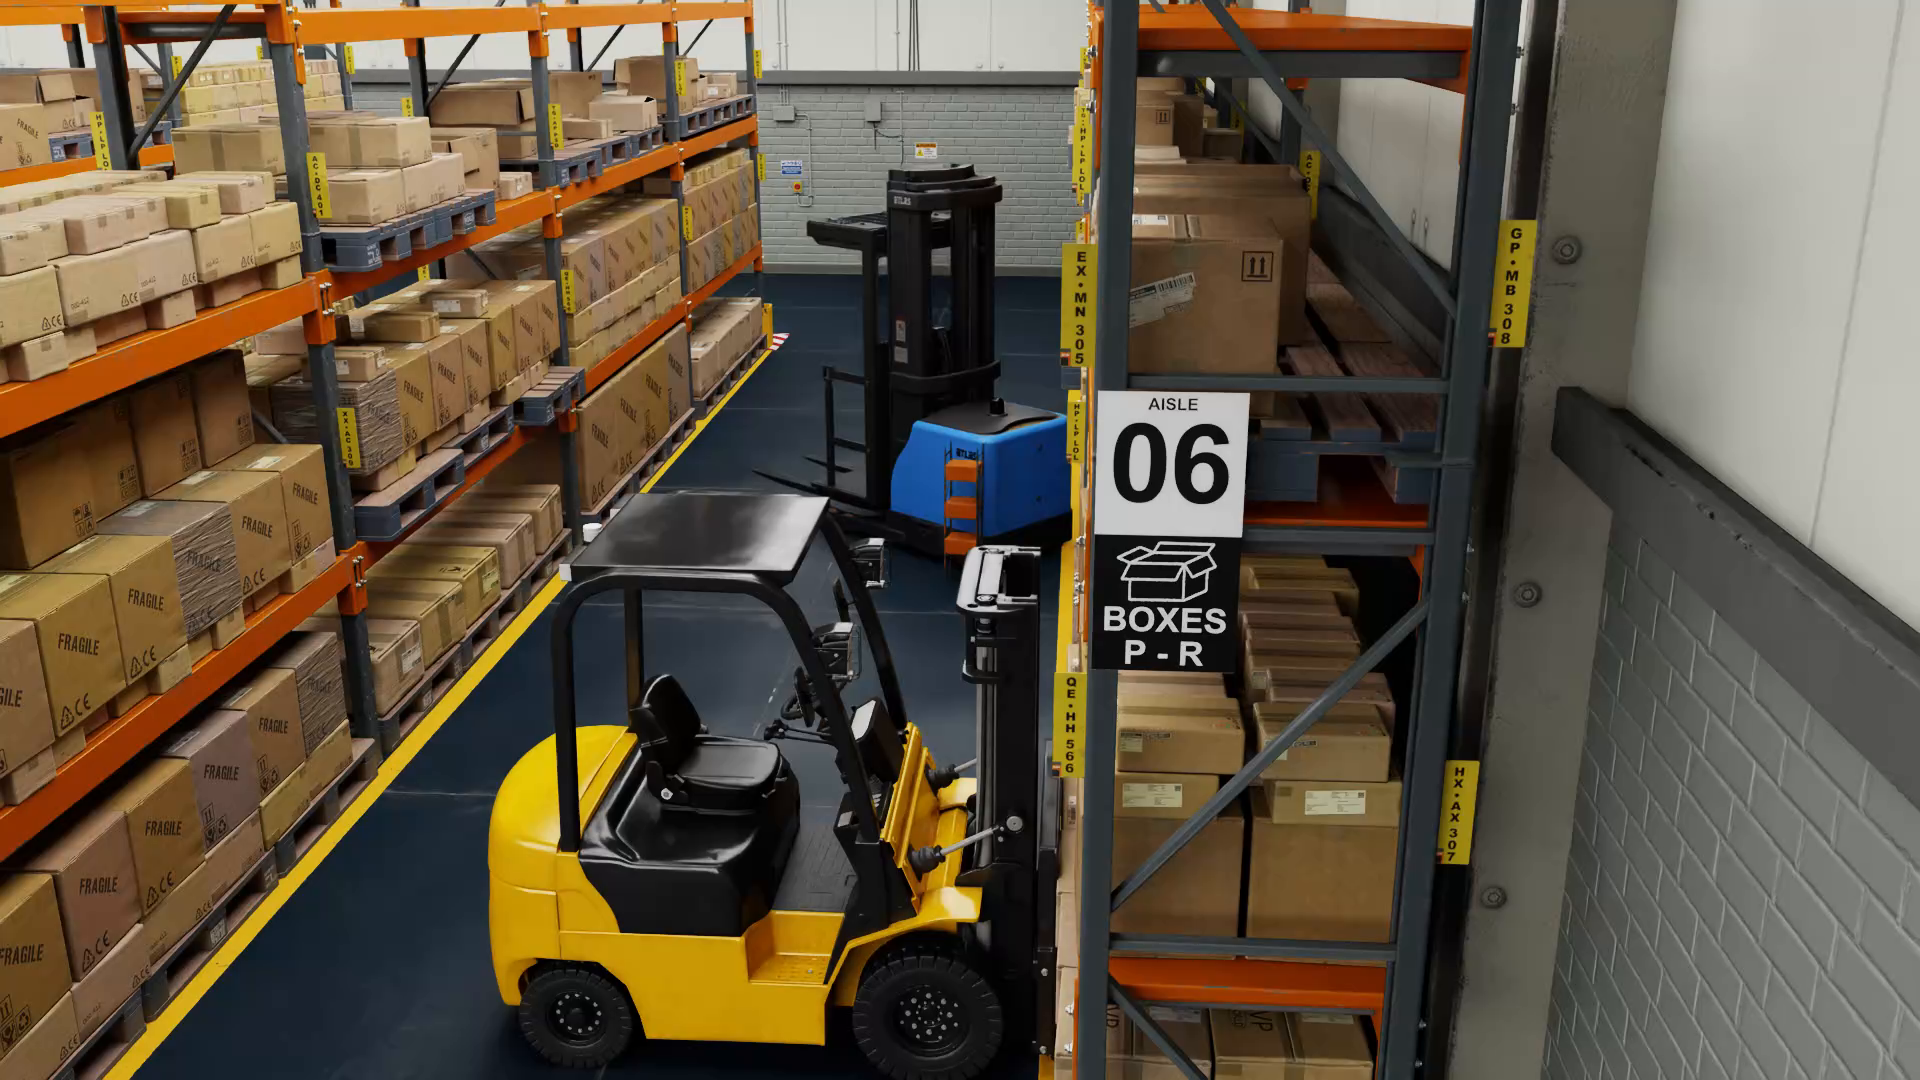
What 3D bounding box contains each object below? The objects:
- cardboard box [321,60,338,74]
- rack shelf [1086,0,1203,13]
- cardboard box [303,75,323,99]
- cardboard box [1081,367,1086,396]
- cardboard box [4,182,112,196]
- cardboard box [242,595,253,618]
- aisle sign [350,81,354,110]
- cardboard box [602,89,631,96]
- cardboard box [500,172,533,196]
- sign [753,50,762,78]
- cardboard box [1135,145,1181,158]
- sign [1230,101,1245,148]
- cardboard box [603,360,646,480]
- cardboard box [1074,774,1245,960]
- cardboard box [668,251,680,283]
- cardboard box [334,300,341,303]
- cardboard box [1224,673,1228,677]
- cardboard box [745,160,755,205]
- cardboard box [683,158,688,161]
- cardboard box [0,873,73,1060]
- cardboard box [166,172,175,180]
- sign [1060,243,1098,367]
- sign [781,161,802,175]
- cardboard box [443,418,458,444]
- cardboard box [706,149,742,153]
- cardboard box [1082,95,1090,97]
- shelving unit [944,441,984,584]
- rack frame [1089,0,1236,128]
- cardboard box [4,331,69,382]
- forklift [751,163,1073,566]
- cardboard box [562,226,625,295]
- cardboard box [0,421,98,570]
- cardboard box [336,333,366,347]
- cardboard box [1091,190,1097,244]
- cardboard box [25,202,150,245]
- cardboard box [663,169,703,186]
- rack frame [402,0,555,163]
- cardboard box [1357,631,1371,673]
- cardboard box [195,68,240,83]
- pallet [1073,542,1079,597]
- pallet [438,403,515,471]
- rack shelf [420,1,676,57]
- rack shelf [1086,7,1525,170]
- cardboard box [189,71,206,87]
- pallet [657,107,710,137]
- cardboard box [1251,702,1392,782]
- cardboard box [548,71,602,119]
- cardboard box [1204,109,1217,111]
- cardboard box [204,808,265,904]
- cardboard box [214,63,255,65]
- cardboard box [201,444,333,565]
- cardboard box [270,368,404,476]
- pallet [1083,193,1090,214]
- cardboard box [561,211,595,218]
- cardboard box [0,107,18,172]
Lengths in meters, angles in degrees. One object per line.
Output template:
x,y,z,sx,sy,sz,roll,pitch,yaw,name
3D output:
-7.623,-5.620,19.738,0.380,0.149,0.250,1,18,3,cardboard box
1.860,-5.646,17.364,1.077,0.370,4.000,1,18,4,rack shelf
-7.707,-5.233,19.197,0.500,0.250,0.500,1,18,2,cardboard box
0.950,-0.982,10.399,0.380,0.149,0.250,1,18,2,cardboard box
-4.174,-1.574,7.715,0.380,0.149,0.250,1,18,2,cardboard box
-3.666,0.317,8.042,0.380,0.149,0.250,1,18,3,cardboard box
-7.588,-5.200,20.301,0.394,0.787,0.004,1,18,4,aisle sign
-3.508,-4.442,16.725,0.396,0.266,0.258,2,18,6,cardboard box
-3.334,-2.589,12.092,0.380,0.149,0.250,1,18,4,cardboard box
-2.408,-5.662,19.773,0.100,0.325,0.005,1,18,4,sign
1.007,-2.132,9.603,0.500,0.311,0.500,1,18,2,cardboard box
1.983,-2.969,11.893,0.100,0.325,0.005,1,18,4,sign
-3.321,-1.065,14.593,0.875,0.875,0.875,2,18,5,cardboard box
0.630,1.003,5.384,0.500,0.500,0.500,1,18,3,cardboard box
-3.024,-2.651,16.135,0.500,0.250,0.500,1,18,4,cardboard box
-7.753,-2.830,20.190,0.380,0.149,0.250,2,18,5,cardboard box
0.742,0.361,5.823,0.380,0.149,0.250,1,18,4,cardboard box
-2.745,-4.237,19.771,0.500,0.500,0.500,2,18,6,cardboard box
-3.297,-4.271,18.831,0.380,0.149,0.250,1,18,4,cardboard box
-3.760,1.598,6.265,0.500,0.500,0.500,1,18,2,cardboard box
-7.904,-3.505,17.059,0.500,0.500,0.500,2,18,5,cardboard box
0.316,-0.616,4.373,0.100,0.325,0.005,1,18,4,sign
-2.611,-5.770,25.781,0.327,0.218,0.001,1,18,4,sign
-3.403,-0.710,10.503,0.380,0.149,0.250,1,18,4,cardboard box
-2.768,-4.505,19.547,0.380,0.149,0.250,2,18,5,cardboard box
1.234,-3.728,14.255,0.380,0.149,0.250,1,18,4,cardboard box
0.028,-0.195,12.323,0.252,1.050,0.215,4,17,13,shelving unit
1.430,-4.126,11.564,1.000,3.000,0.127,1,18,4,rack frame
-3.658,-0.704,6.340,0.380,0.149,0.250,1,18,5,cardboard box
-0.519,-1.549,13.442,3.031,2.935,1.130,17,24,41,forklift
-3.164,-2.370,14.073,0.500,0.500,0.500,2,18,5,cardboard box
-4.124,-0.198,6.965,0.700,0.500,0.500,1,18,4,cardboard box
-3.927,-0.994,10.327,0.500,0.500,0.500,2,18,6,cardboard box
0.840,-1.410,7.401,0.500,0.311,0.500,2,18,5,cardboard box
-3.639,-1.320,6.940,0.380,0.149,0.250,1,18,5,cardboard box
-2.895,-3.787,17.354,0.380,0.149,0.250,1,18,4,cardboard box
-3.521,-4.236,11.899,1.000,3.000,0.127,1,18,4,rack frame
1.287,0.440,6.062,0.380,0.149,0.250,1,18,4,cardboard box
-7.840,-4.896,17.529,0.380,0.149,0.250,1,18,2,cardboard box
1.332,0.304,12.155,1.003,0.211,1.213,1,18,4,pallet
-3.622,-0.678,10.984,1.003,0.211,1.213,1,18,4,pallet
-3.378,-4.325,13.969,1.077,0.370,4.000,1,18,4,rack shelf
1.000,-1.731,6.052,1.077,0.370,4.000,1,18,4,rack shelf
-7.864,-4.657,16.797,0.380,0.149,0.250,1,18,2,cardboard box
-3.165,-4.265,16.946,1.003,0.211,1.213,1,18,4,pallet
1.094,0.612,5.057,0.380,0.149,0.250,1,18,3,cardboard box
-3.587,-4.033,15.261,0.500,0.500,0.500,1,18,3,cardboard box
1.796,-3.223,12.748,0.380,0.149,0.250,1,18,4,cardboard box
-3.652,1.477,7.839,0.500,0.250,0.500,2,18,5,cardboard box
-8.202,-5.315,18.808,0.380,0.149,0.250,2,18,5,cardboard box
-3.592,-0.188,8.542,0.500,0.500,0.500,1,18,3,cardboard box
-3.488,-0.670,9.339,0.500,0.500,0.500,2,18,5,cardboard box
1.470,-2.398,11.411,1.213,0.211,1.003,2,18,6,pallet
-3.600,-2.706,15.096,0.500,0.500,0.500,1,18,3,cardboard box
-8.131,-3.264,13.589,0.500,0.500,0.500,1,18,4,cardboard box
